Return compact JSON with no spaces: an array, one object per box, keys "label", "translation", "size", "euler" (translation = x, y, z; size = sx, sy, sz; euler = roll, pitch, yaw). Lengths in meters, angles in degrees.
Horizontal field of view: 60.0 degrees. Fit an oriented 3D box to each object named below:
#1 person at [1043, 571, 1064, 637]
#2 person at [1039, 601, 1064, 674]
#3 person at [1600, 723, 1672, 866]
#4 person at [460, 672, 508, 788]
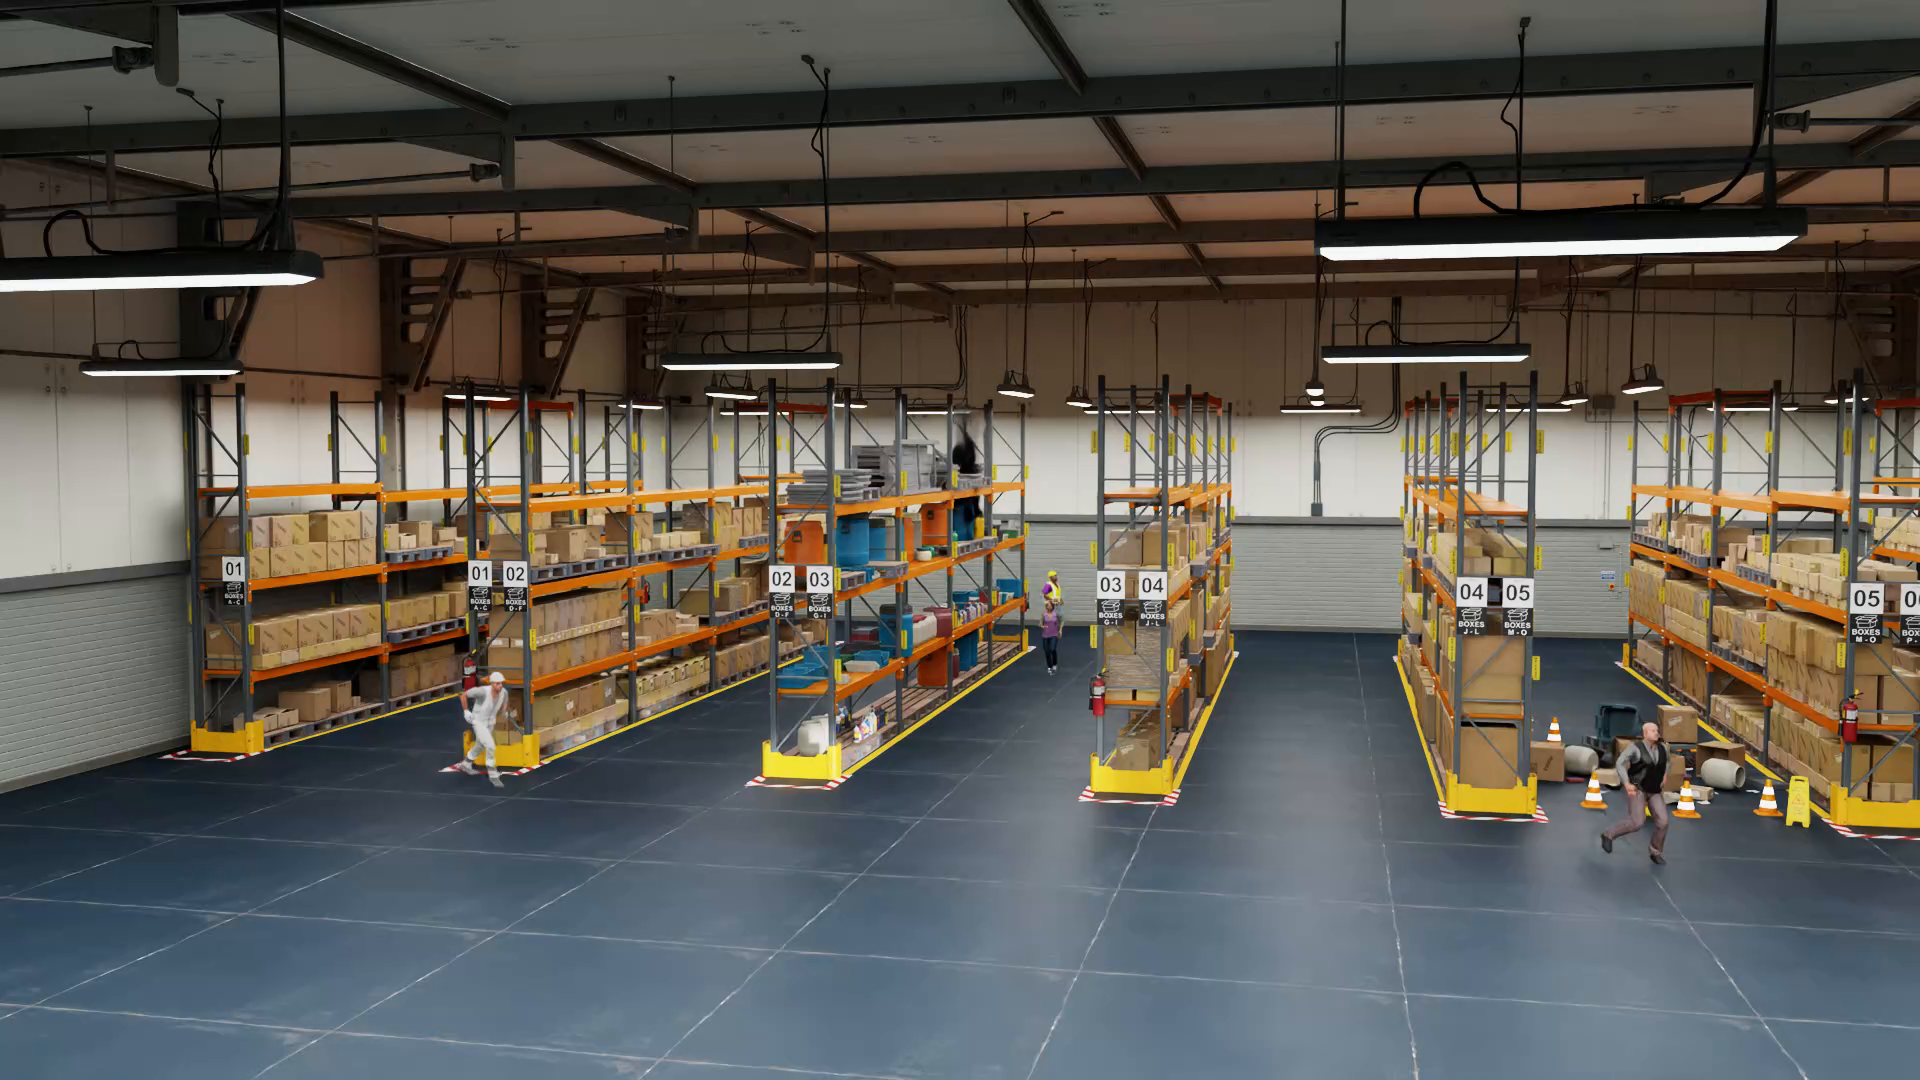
[{"label":"person","translation":[2.417,1.668,43.397],"size":[0.587,1.723,0.703],"euler":[2,4,33]},{"label":"person","translation":[1.942,2.088,35.630],"size":[0.511,1.570,0.636],"euler":[1,3,11]},{"label":"person","translation":[8.205,3.044,20.013],"size":[0.842,1.714,0.625],"euler":[-1,3,-19]},{"label":"person","translation":[-7.057,2.778,24.525],"size":[1.057,1.732,0.705],"euler":[3,4,39]}]
